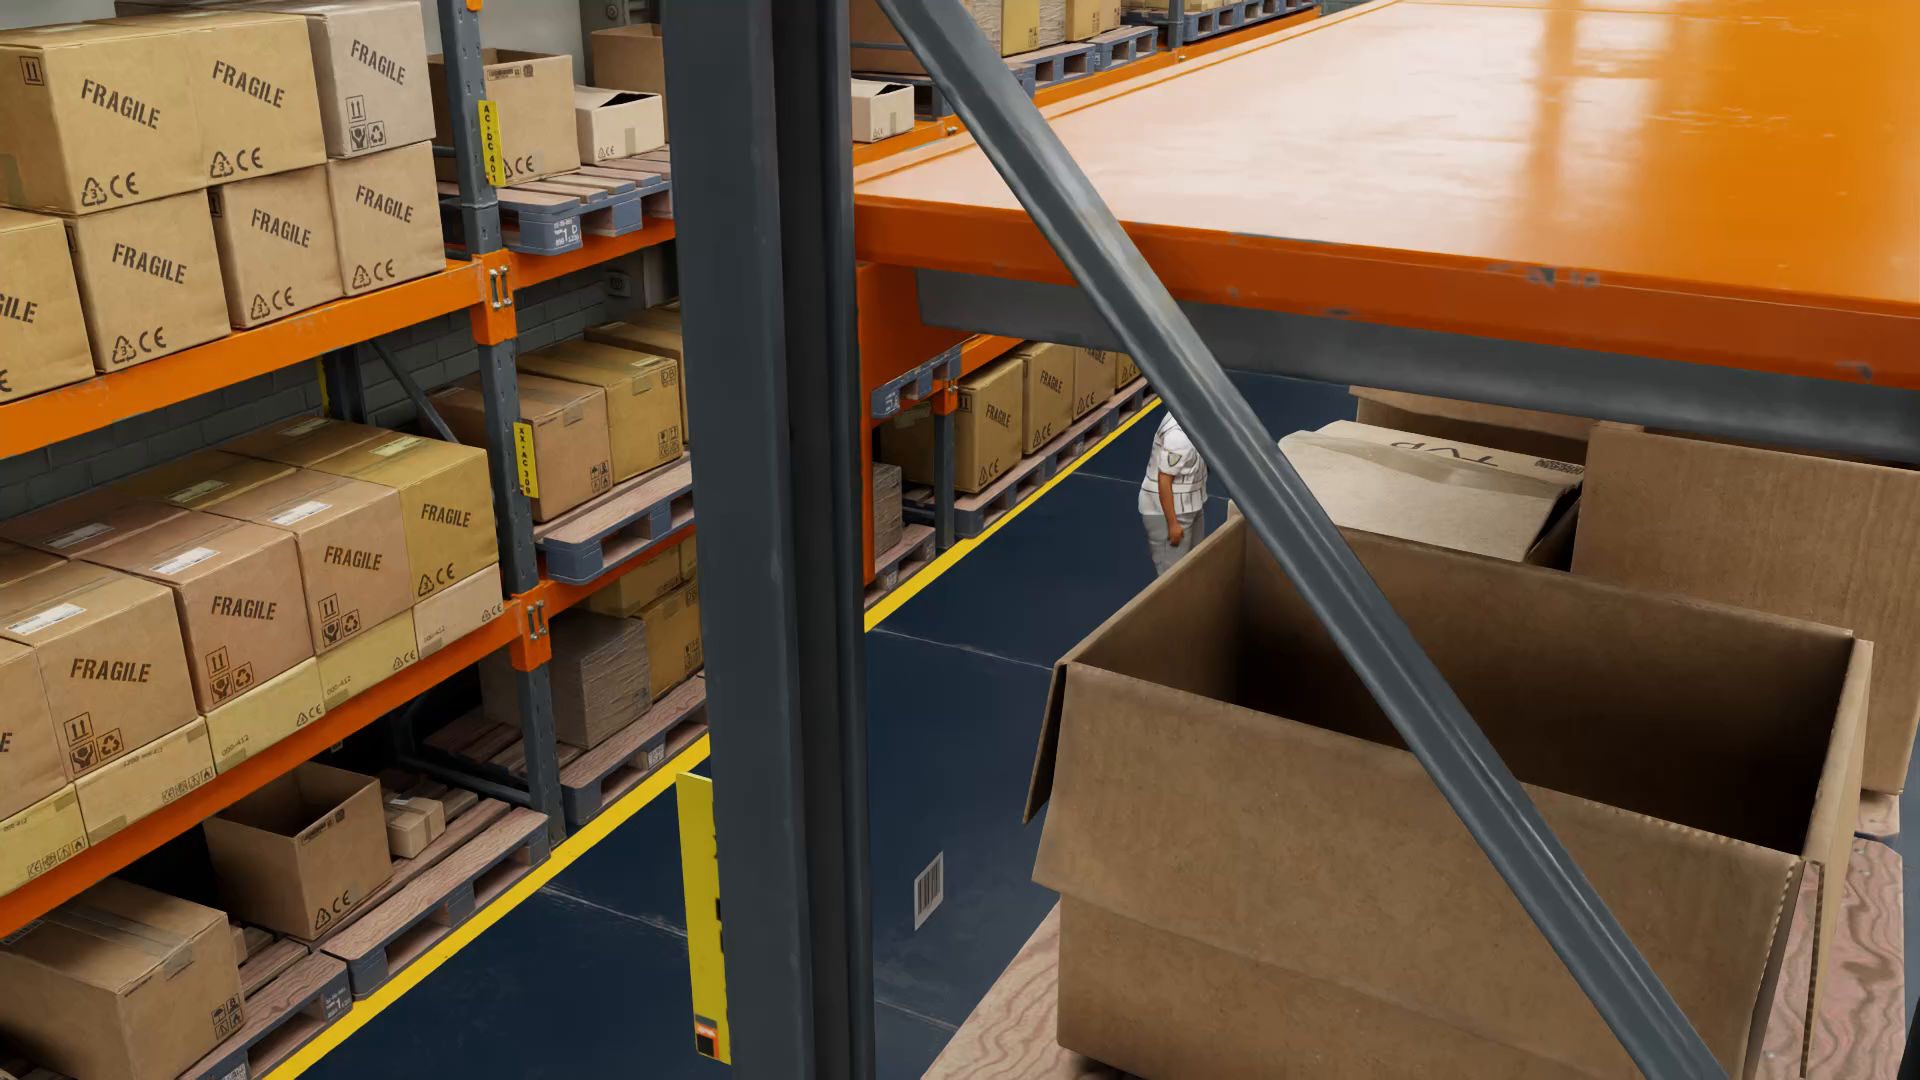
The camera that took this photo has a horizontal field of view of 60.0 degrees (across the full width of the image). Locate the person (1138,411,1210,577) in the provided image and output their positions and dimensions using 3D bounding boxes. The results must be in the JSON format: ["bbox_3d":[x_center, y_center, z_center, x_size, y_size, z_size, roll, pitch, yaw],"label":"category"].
[{"bbox_3d":[1.261,-0.154,9.450,0.468,1.666,0.564,10,25,22],"label":"person"}]
